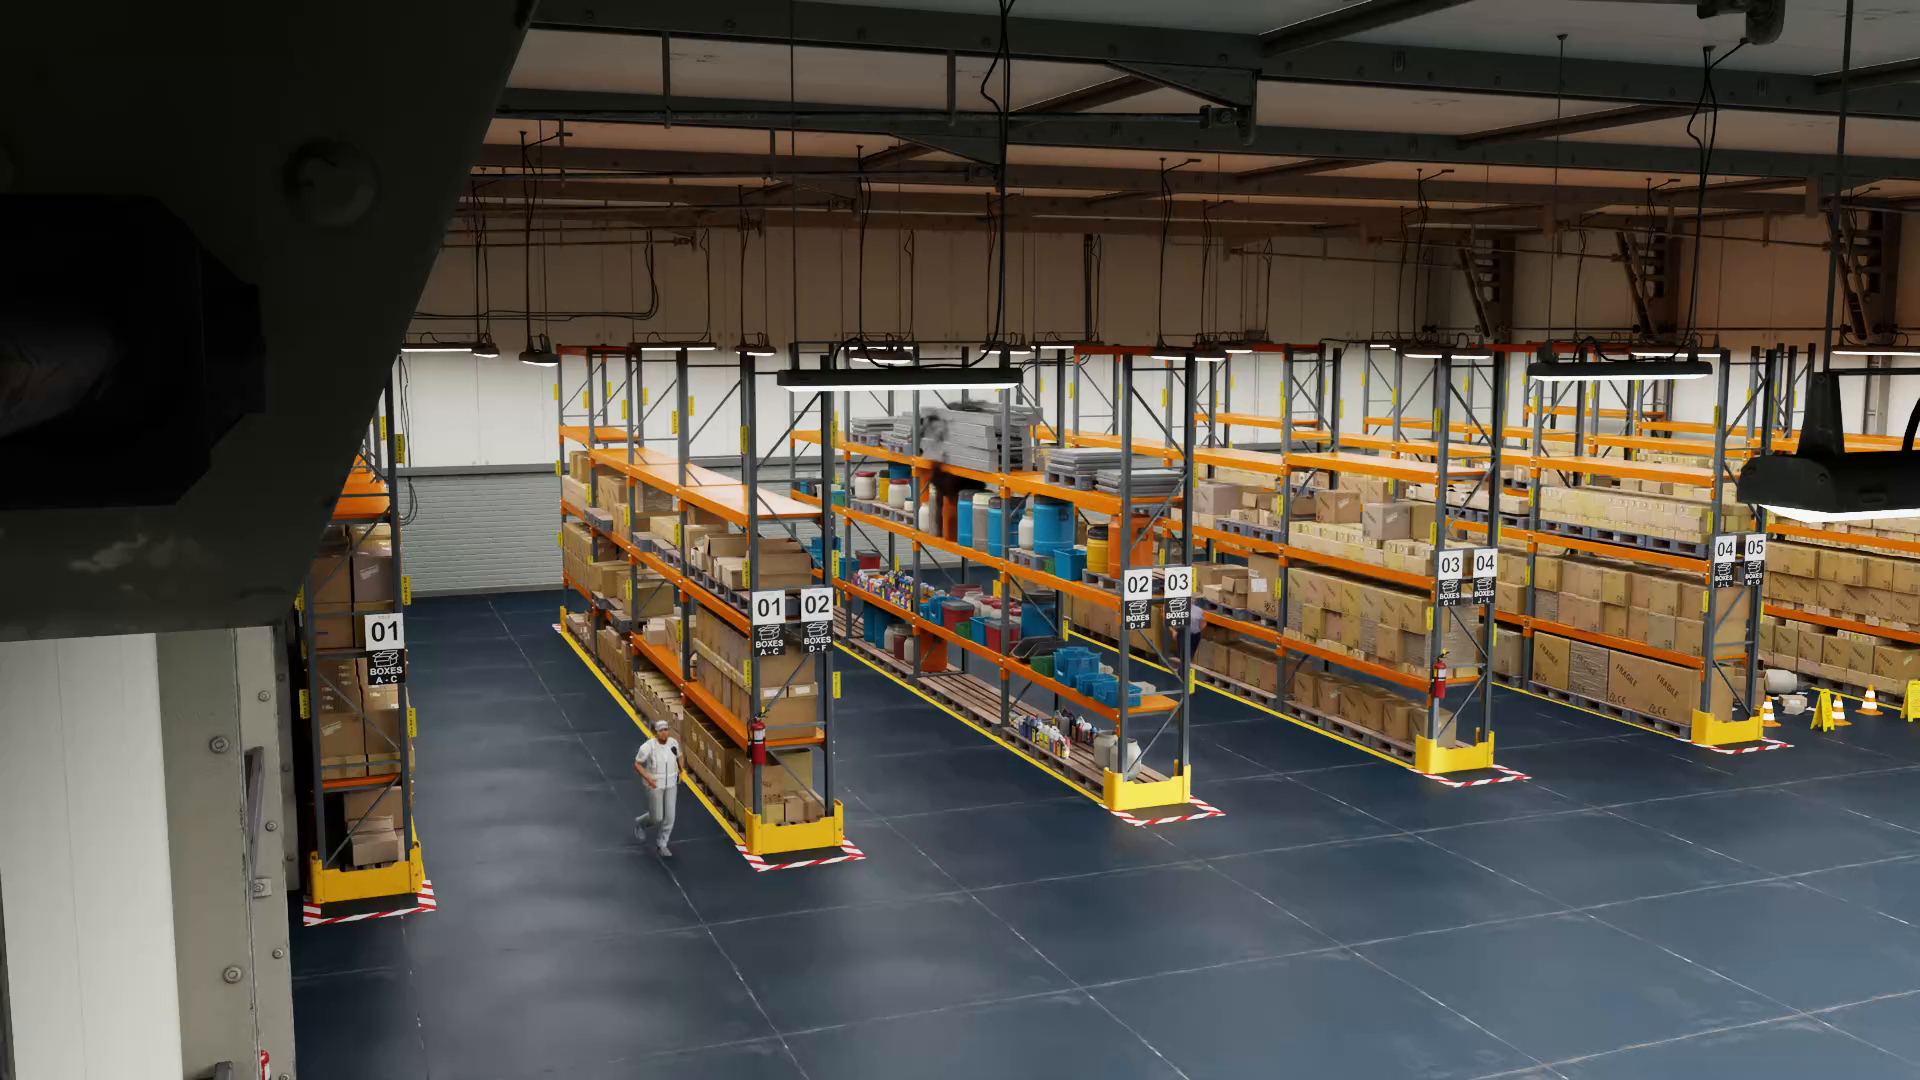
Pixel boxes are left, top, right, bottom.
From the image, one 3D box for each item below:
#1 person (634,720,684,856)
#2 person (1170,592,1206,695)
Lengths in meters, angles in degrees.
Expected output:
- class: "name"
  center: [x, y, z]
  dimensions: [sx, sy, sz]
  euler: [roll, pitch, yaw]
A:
- class: "person"
  center: [-3.650, 2.979, 20.236]
  dimensions: [0.631, 1.648, 0.593]
  euler: [-5, 9, -34]
- class: "person"
  center: [3.820, 1.699, 27.722]
  dimensions: [0.610, 1.690, 0.834]
  euler: [-3, 8, -21]
